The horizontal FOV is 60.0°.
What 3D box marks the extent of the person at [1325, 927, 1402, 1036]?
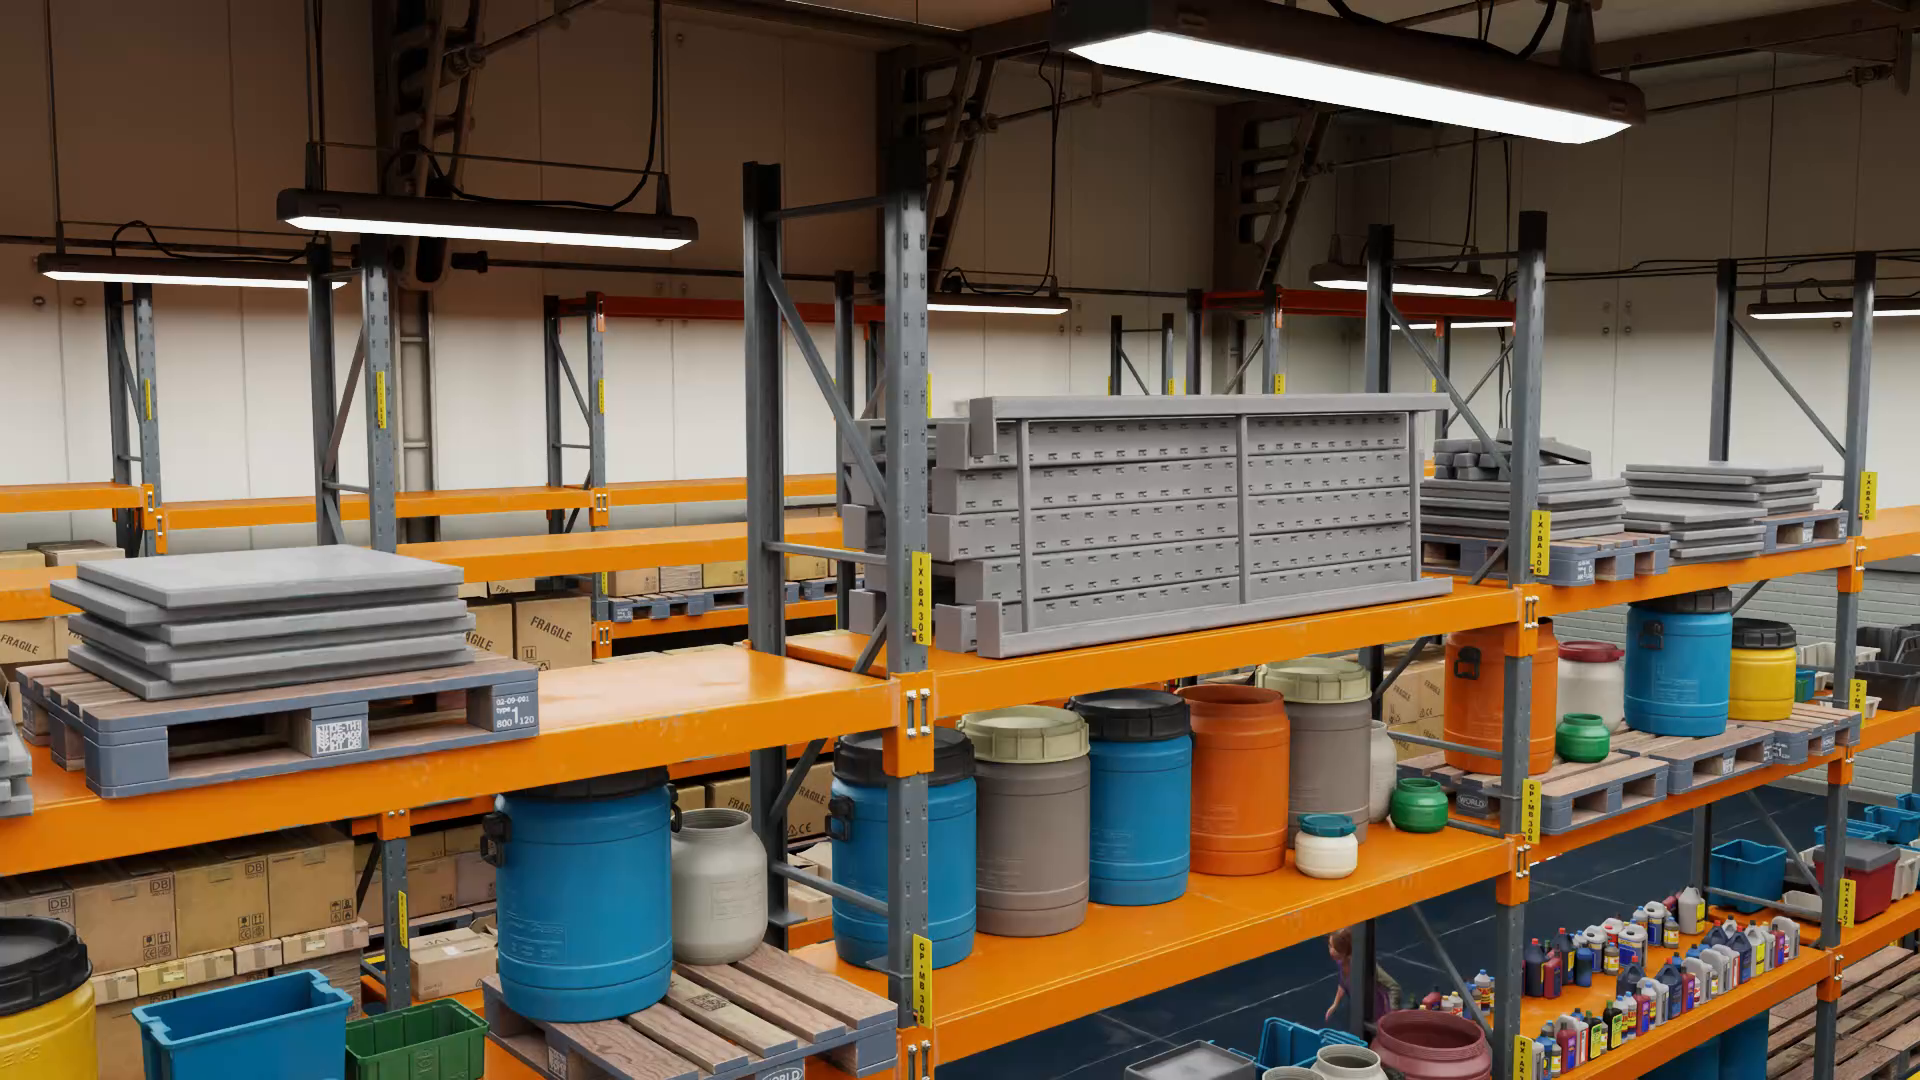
[{"bbox_3d":[2.923,3.354,11.584,0.841,1.419,0.555,-3,6,-25],"label":"person"}]
